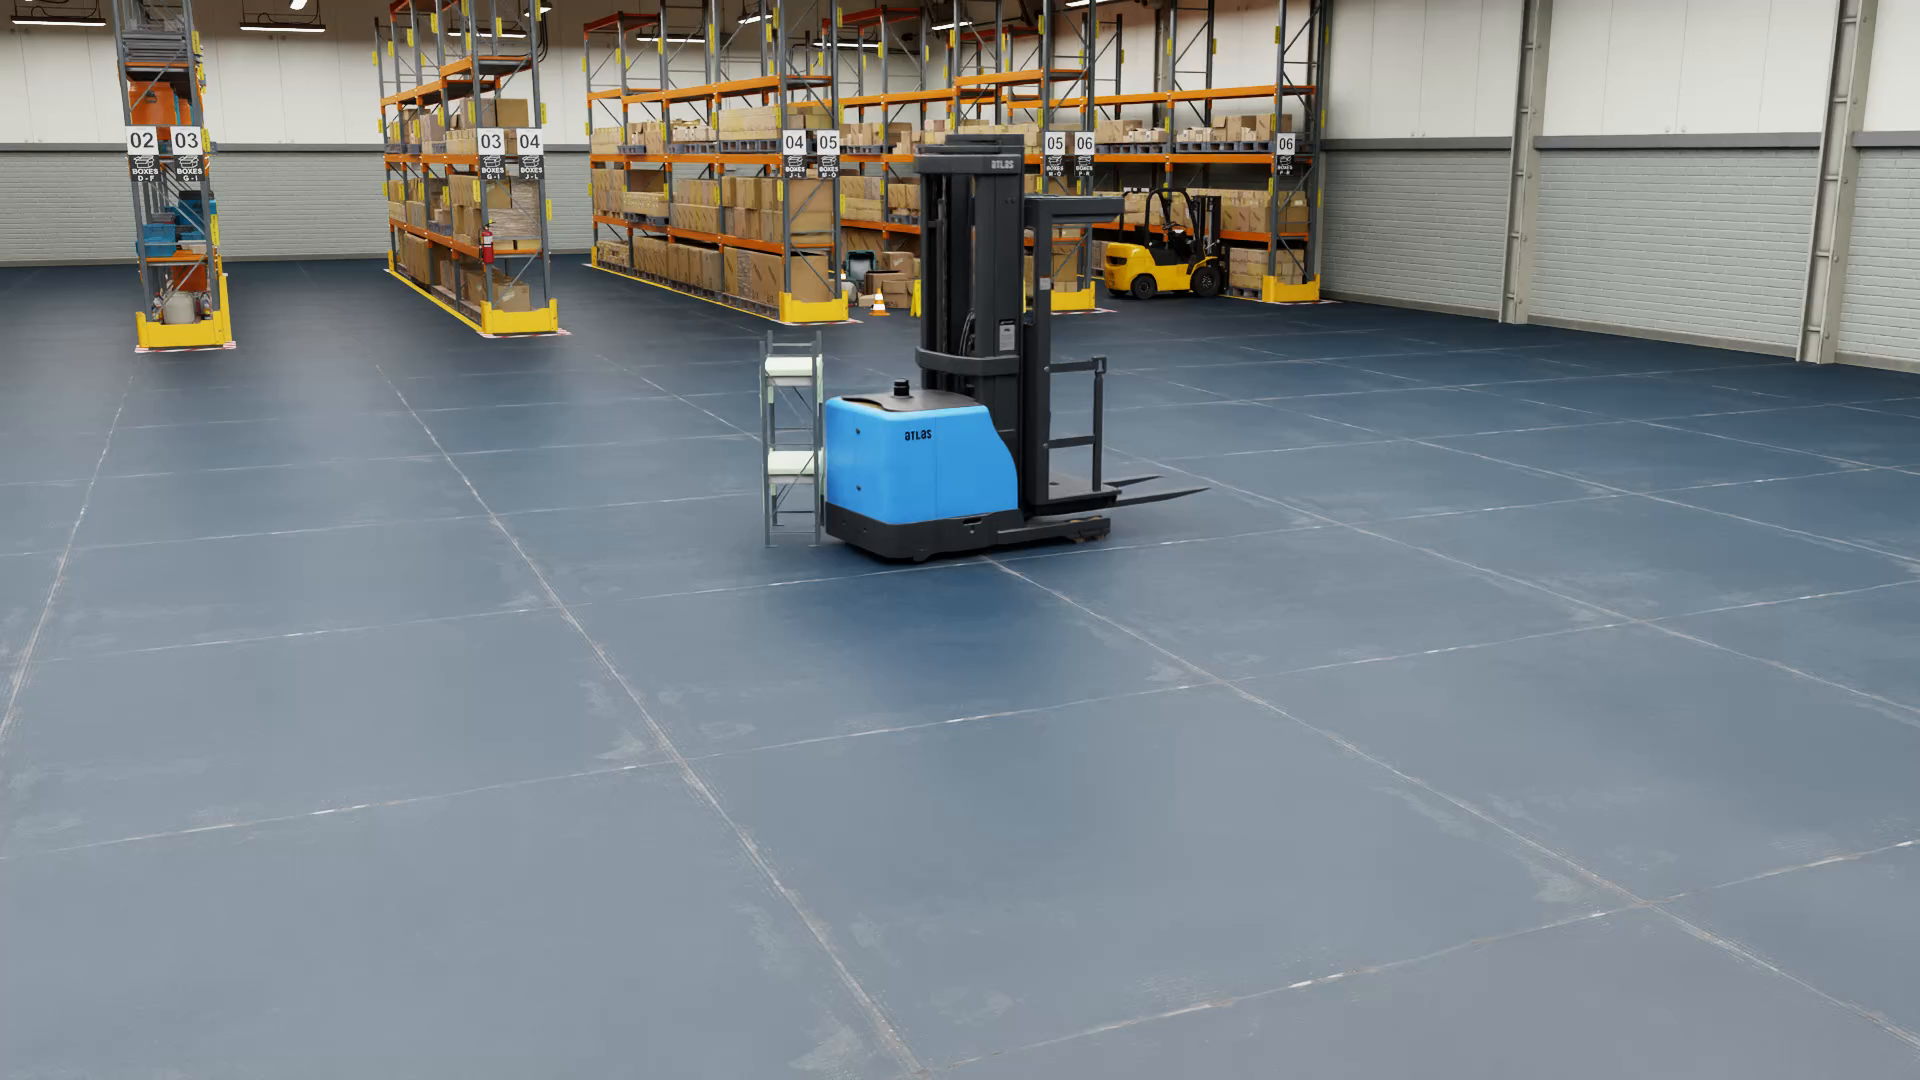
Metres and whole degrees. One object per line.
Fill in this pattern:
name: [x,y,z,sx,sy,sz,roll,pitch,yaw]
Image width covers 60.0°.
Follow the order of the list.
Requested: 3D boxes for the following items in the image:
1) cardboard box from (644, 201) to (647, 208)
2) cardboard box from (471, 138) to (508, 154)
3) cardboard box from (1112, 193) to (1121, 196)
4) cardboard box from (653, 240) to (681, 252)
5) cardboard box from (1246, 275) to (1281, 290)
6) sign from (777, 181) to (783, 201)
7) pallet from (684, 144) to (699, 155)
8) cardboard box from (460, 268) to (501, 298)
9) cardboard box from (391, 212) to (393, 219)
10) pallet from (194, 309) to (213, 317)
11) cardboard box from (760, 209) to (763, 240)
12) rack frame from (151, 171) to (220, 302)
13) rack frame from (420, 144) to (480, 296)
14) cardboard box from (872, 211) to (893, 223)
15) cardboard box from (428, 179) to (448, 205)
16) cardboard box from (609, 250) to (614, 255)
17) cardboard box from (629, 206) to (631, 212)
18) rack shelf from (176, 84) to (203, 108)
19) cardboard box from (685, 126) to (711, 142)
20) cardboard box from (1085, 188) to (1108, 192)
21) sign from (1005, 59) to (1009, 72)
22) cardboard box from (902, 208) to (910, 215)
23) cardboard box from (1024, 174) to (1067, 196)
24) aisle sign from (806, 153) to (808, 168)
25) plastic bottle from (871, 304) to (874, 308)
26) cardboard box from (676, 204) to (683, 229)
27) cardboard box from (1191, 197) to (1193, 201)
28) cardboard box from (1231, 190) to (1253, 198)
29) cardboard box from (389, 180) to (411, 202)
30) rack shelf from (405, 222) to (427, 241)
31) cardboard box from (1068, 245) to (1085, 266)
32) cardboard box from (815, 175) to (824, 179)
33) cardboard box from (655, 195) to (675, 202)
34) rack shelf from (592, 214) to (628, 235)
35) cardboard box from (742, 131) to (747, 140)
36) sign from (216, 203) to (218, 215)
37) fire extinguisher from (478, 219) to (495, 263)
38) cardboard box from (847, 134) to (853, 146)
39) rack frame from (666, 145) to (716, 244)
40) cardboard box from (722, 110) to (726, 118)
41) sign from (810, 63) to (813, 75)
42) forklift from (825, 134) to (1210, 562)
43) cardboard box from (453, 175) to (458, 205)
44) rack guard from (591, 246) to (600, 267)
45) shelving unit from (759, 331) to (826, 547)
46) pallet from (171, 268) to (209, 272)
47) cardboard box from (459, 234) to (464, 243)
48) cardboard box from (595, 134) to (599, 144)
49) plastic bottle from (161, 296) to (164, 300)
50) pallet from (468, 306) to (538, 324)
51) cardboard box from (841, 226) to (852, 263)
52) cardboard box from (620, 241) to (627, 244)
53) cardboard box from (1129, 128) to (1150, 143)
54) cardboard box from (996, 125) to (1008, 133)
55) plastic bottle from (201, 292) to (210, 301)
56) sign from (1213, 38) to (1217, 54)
cardboard box: [-6.769,-7.424,36.762,0.380,0.149,0.250,-6,14,-23]
cardboard box: [-7.547,-6.309,26.656,0.500,0.250,0.500,-5,14,-22]
cardboard box: [3.686,-7.847,37.964,0.380,0.149,0.250,-5,14,-22]
cardboard box: [-6.467,-6.497,36.738,0.500,0.250,0.500,-5,14,-22]
cardboard box: [6.028,-5.122,33.013,0.500,0.250,0.500,-6,14,-23]
sign: [-3.039,-5.904,28.135,0.100,0.325,0.005,-6,14,-23]
pallet: [-4.983,-7.934,33.765,1.003,0.211,1.213,-5,14,-20]
cardboard box: [-8.950,-4.796,31.006,0.700,0.500,0.500,-7,15,-27]
cardboard box: [-13.483,-7.818,40.055,0.380,0.149,0.250,-6,14,-24]
pallet: [-13.031,-3.722,27.983,1.003,0.211,1.213,-6,14,-23]
cardboard box: [-3.076,-5.655,29.820,0.875,0.550,0.550,-6,14,-23]
rack frame: [-14.864,-6.049,31.855,1.000,3.000,0.127,-6,14,-23]
rack frame: [-10.326,-6.497,33.788,1.000,3.000,0.127,-6,14,-23]
cardboard box: [-1.686,-7.400,38.022,0.500,0.250,0.500,-6,14,-25]
cardboard box: [-10.604,-7.187,34.322,0.797,0.503,0.637,-5,14,-21]
cardboard box: [-8.537,-7.192,41.525,0.380,0.149,0.250,-6,14,-26]
cardboard box: [-7.394,-7.601,38.184,0.380,0.149,0.250,-6,14,-23]
rack shelf: [-15.665,-8.840,33.090,1.077,0.370,4.000,-6,14,-23]
cardboard box: [-5.246,-8.216,33.609,0.500,0.311,0.500,-6,14,-24]
cardboard box: [3.238,-8.215,40.057,0.500,0.500,0.500,-5,14,-20]
sign: [1.194,-12.038,42.180,0.100,0.325,0.005,-6,14,-23]
cardboard box: [-1.045,-7.209,36.492,0.380,0.149,0.250,-6,14,-23]
cardboard box: [1.554,-6.505,30.727,0.700,0.500,0.500,-6,14,-24]
aisle sign: [-4.195,-10.354,44.689,0.394,0.787,0.004,-6,14,-23]
plastic bottle: [-1.565,-4.386,31.187,0.133,0.061,0.283,-12,18,-42]
cardboard box: [-5.602,-6.751,34.663,0.500,0.500,0.500,-6,14,-24]
cardboard box: [5.056,-7.127,34.852,0.380,0.149,0.250,-5,14,-22]
cardboard box: [5.675,-6.954,33.445,0.380,0.149,0.250,-5,14,-22]
cardboard box: [-13.385,-8.360,39.848,0.500,0.500,0.500,-6,14,-24]
rack shelf: [-11.127,-6.559,35.654,1.077,0.370,4.000,-6,14,-23]
cardboard box: [2.935,-6.896,40.124,0.500,0.500,0.500,-5,14,-21]
cardboard box: [-3.290,-8.827,41.415,0.500,0.500,0.500,-6,14,-23]
cardboard box: [-6.357,-7.356,35.806,0.380,0.149,0.250,-6,14,-25]
rack shelf: [-8.144,-7.813,41.070,1.077,0.370,4.000,-6,14,-23]
cardboard box: [-3.694,-7.269,29.878,0.380,0.149,0.250,-5,14,-22]
sign: [-15.961,-7.060,35.607,0.100,0.325,0.005,-6,14,-23]
fire extinguisher: [-7.497,-4.741,26.373,0.296,0.674,0.183,-6,14,-23]
cardboard box: [-2.437,-9.410,39.088,0.396,0.266,0.258,-4,14,-18]
rack frame: [-5.741,-6.924,35.633,1.000,3.000,0.127,-6,14,-23]
cardboard box: [-4.200,-7.920,30.919,0.380,0.149,0.250,-6,14,-23]
sign: [-3.947,-12.507,44.205,0.100,0.325,0.005,-6,14,-23]
forklift: [0.524,-1.504,12.368,3.031,2.935,1.130,-8,15,-32]
cardboard box: [-8.574,-6.132,29.113,0.500,0.500,0.500,-6,14,-23]
rack guard: [-8.915,-7.343,42.988,1.175,0.500,0.348,-6,14,-23]
shelving unit: [-1.235,-0.763,12.341,0.431,1.500,0.755,0,13,-2]
pallet: [-17.774,-6.170,38.559,1.003,0.211,1.213,-6,14,-23]
cardboard box: [-8.528,-5.268,29.037,0.380,0.149,0.250,-6,14,-23]
cardboard box: [-8.797,-9.987,41.438,0.500,0.250,0.500,-6,14,-24]
plastic bottle: [-13.381,-3.940,27.808,0.152,0.276,0.135,-5,14,-21]
pallet: [-7.929,-3.924,28.855,1.003,0.211,1.213,-6,14,-23]
cardboard box: [-2.526,-7.267,40.896,0.875,0.875,0.875,-5,14,-21]
cardboard box: [-8.453,-7.539,42.361,0.380,0.149,0.250,-5,14,-22]
cardboard box: [4.083,-8.972,36.874,0.500,0.311,0.500,-6,14,-25]
cardboard box: [0.908,-7.823,31.656,0.380,0.149,0.250,-5,14,-22]
plastic bottle: [-12.533,-3.933,27.611,0.144,0.351,0.185,-6,14,-23]
sign: [5.422,-10.514,35.420,0.100,0.325,0.005,-6,14,-23]
